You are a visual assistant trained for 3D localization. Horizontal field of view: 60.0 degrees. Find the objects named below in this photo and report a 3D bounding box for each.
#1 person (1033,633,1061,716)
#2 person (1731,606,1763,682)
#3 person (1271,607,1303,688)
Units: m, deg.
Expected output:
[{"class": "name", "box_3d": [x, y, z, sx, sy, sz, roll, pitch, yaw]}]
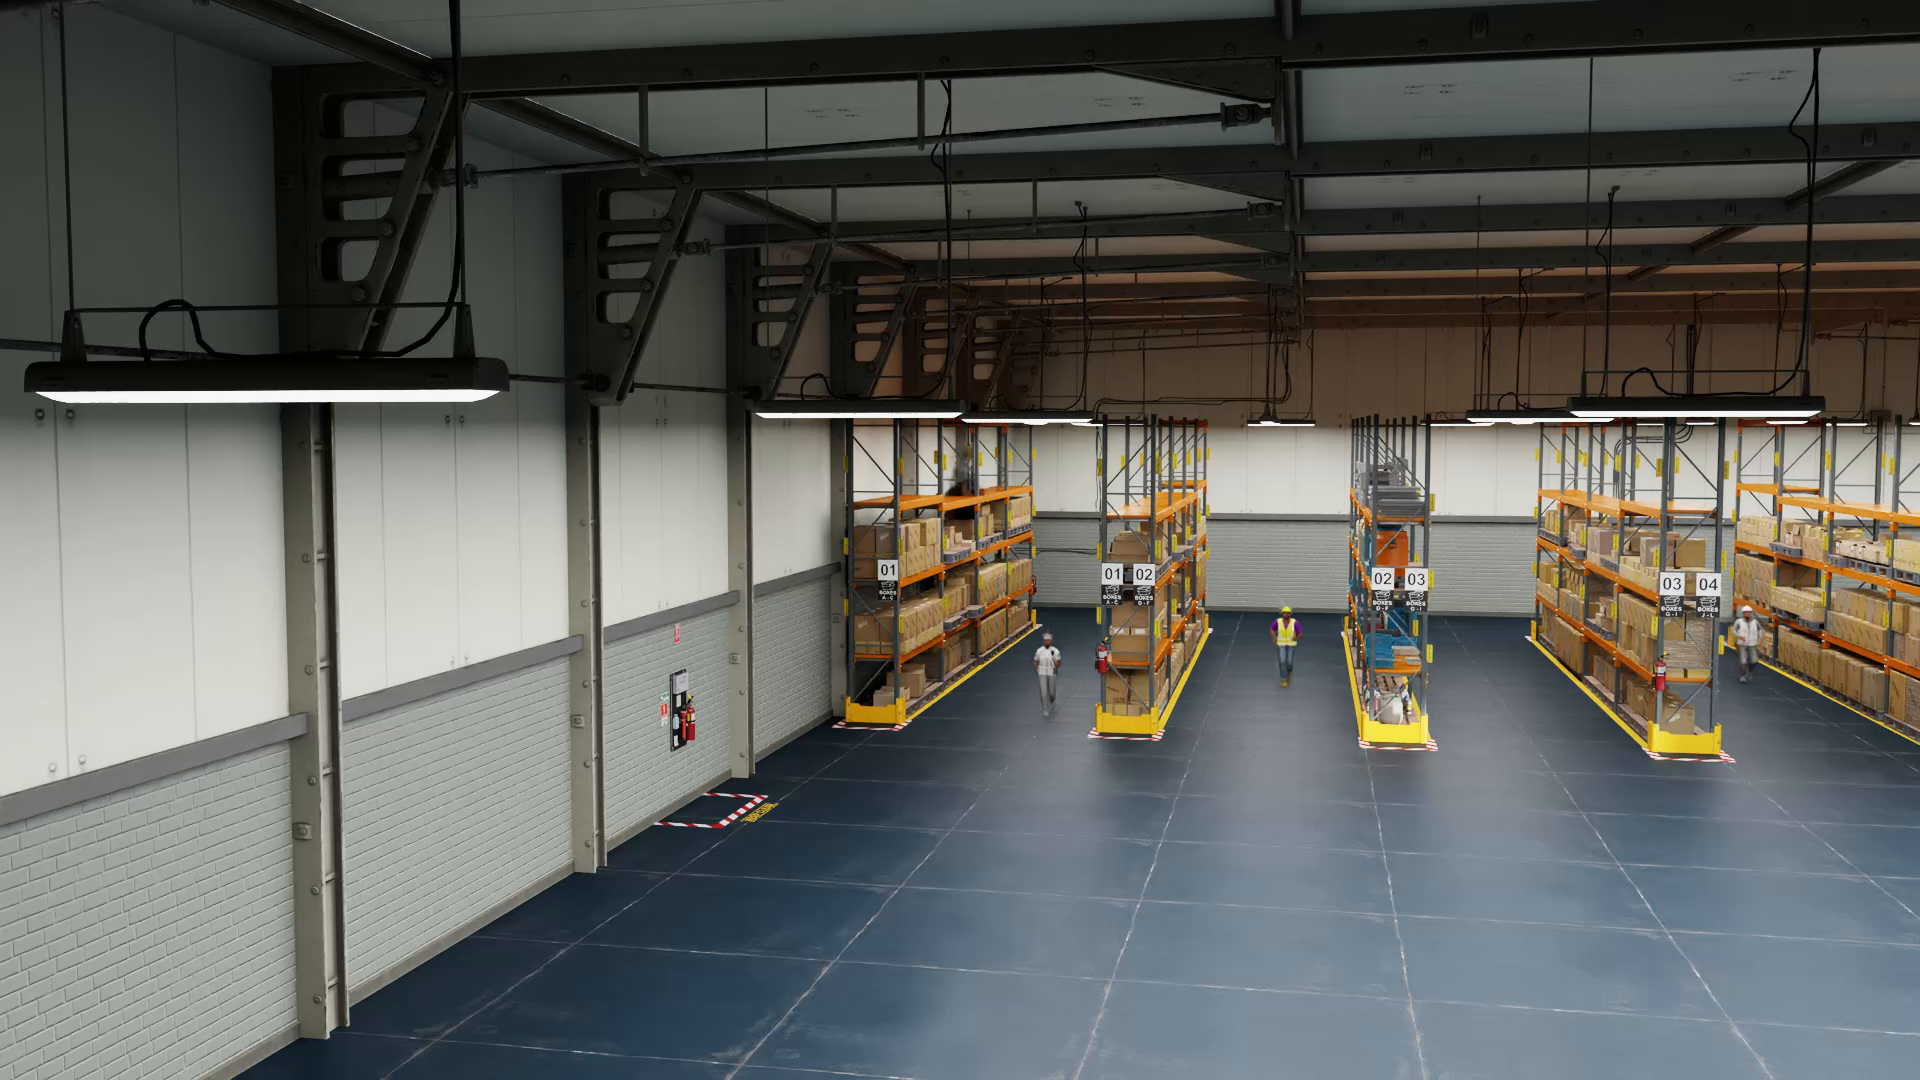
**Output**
[{"class": "person", "box_3d": [1.738, 2.680, 33.263, 0.574, 1.649, 0.566, 0, 4, 6]}, {"class": "person", "box_3d": [17.759, 2.351, 37.468, 0.699, 1.729, 0.584, 1, 4, 13]}, {"class": "person", "box_3d": [7.284, 2.362, 37.096, 0.704, 1.766, 0.896, 1, 4, 11]}]
